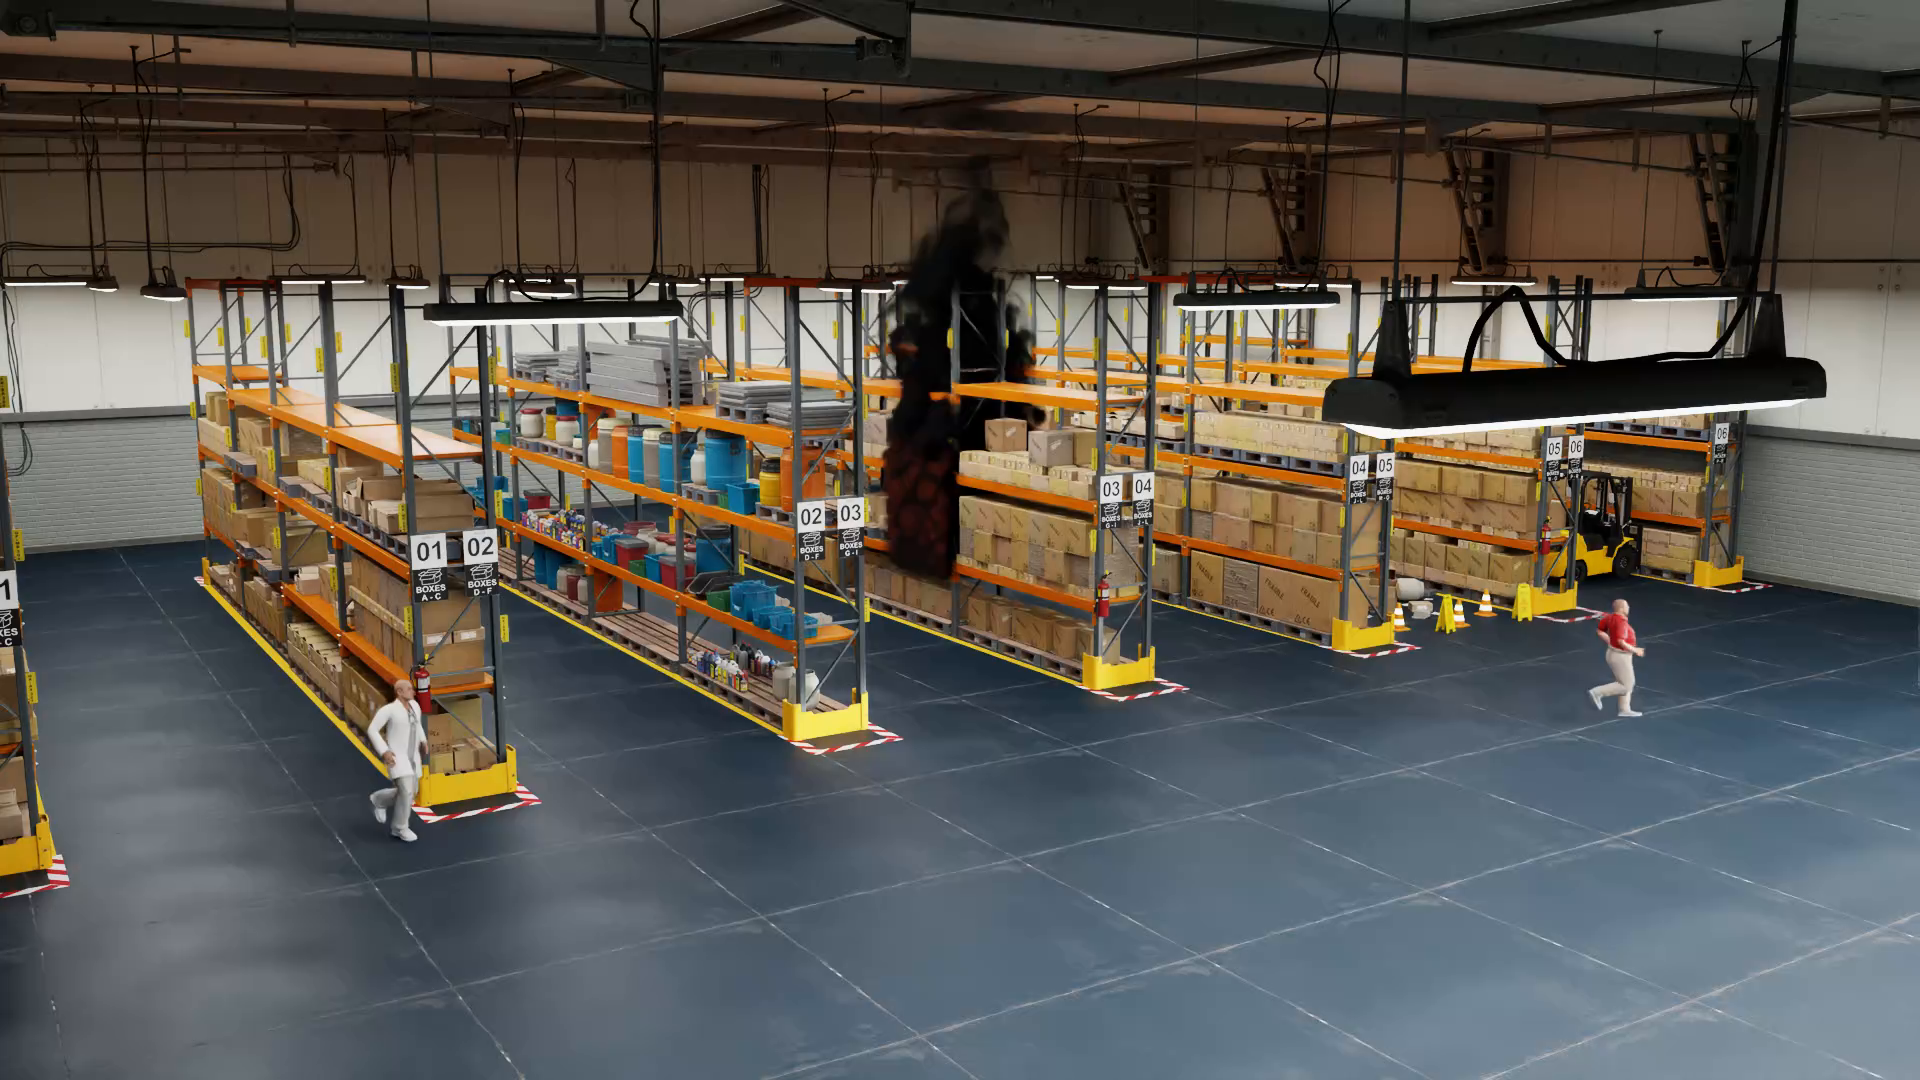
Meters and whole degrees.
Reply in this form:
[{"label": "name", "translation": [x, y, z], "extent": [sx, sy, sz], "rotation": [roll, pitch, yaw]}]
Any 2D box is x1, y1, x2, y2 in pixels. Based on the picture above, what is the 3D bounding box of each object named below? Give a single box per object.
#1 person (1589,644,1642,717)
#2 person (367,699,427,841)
[{"label": "person", "translation": [9.138, 1.979, 23.183], "extent": [0.798, 1.021, 0.410], "rotation": [0, 10, -1]}, {"label": "person", "translation": [-6.257, 2.512, 18.574], "extent": [0.779, 1.531, 0.755], "rotation": [4, 10, 24]}]
